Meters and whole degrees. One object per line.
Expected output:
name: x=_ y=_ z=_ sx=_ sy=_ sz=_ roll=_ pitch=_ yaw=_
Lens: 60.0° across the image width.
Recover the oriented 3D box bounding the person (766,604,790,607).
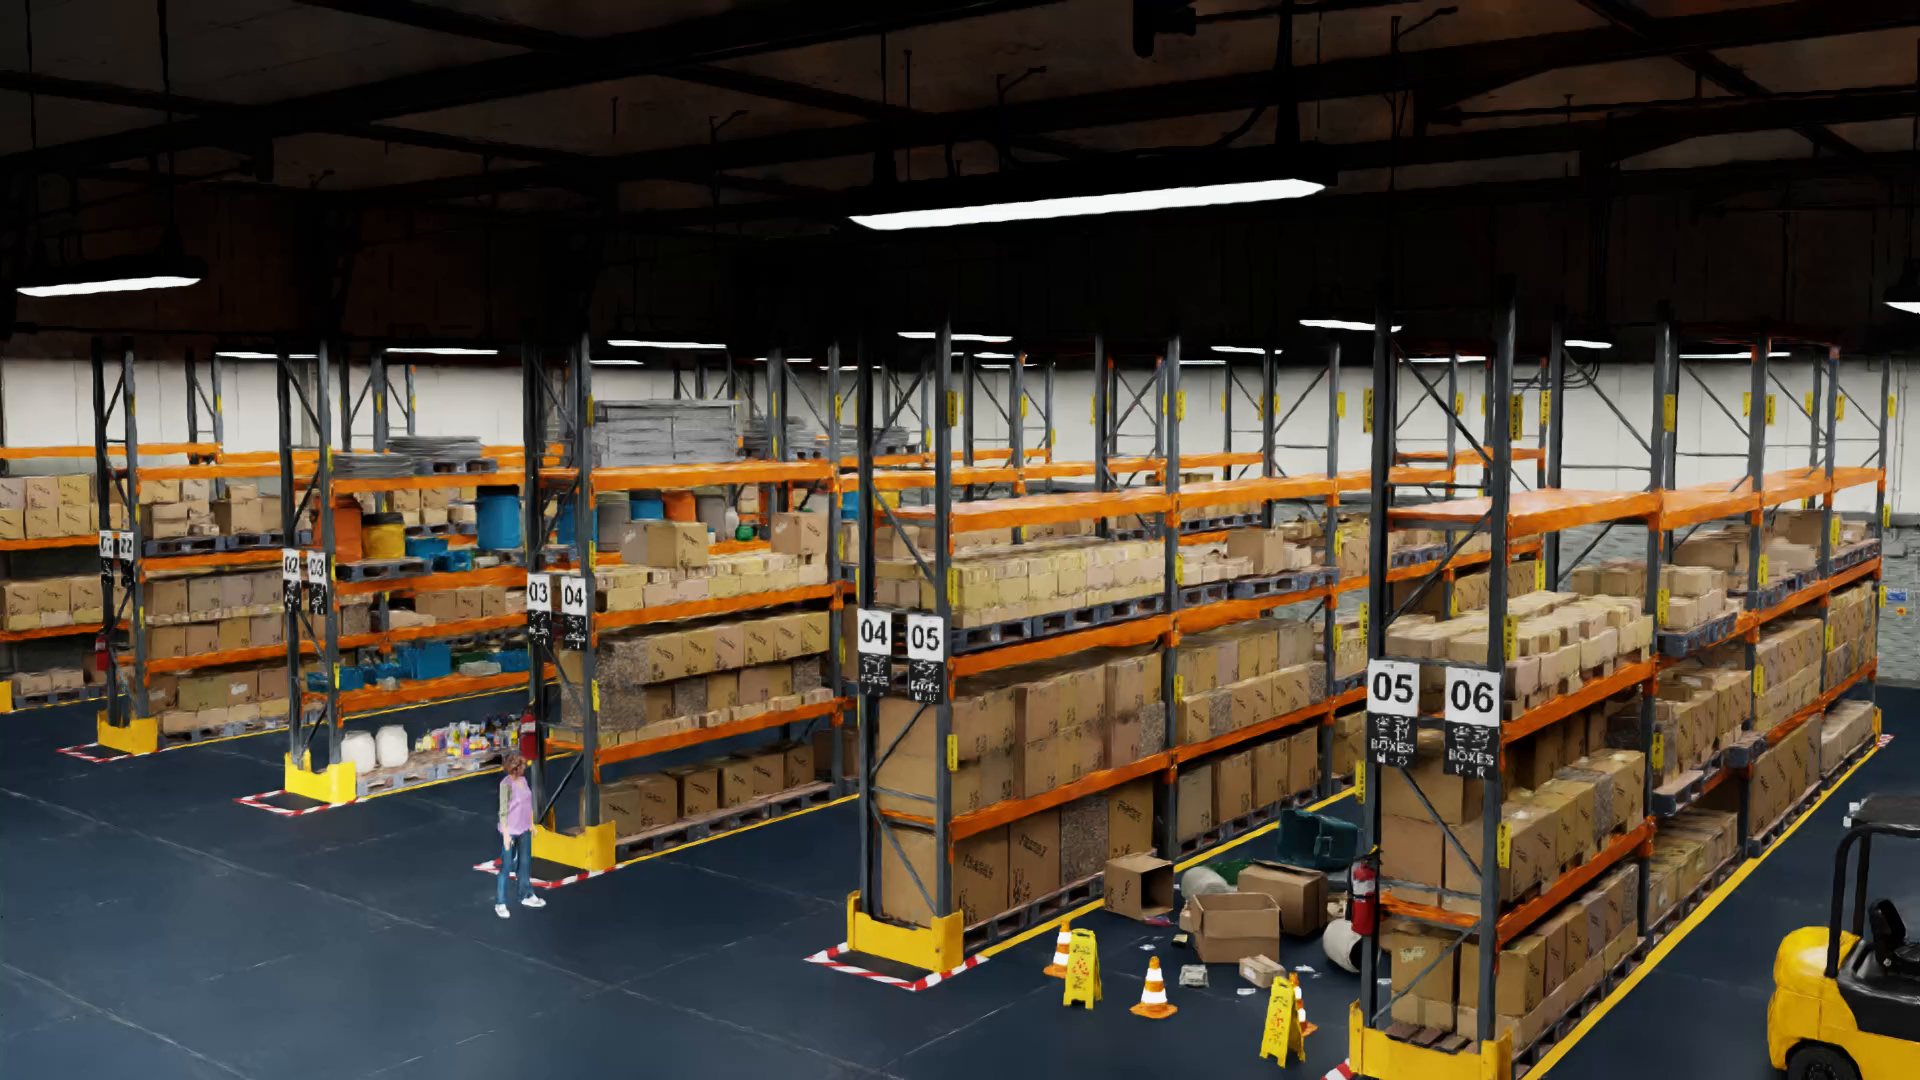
person: x=-3.339 y=1.664 z=30.736 sx=0.676 sy=1.673 sz=0.530 roll=4 pitch=6 yaw=36

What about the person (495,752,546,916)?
person: x=-4.412 y=2.913 z=16.579 sx=0.422 sy=1.601 sz=0.499 roll=2 pitch=5 yaw=20

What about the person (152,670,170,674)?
person: x=-12.992 y=1.983 z=26.939 sx=0.449 sy=1.668 sz=0.530 roll=1 pitch=5 yaw=7
